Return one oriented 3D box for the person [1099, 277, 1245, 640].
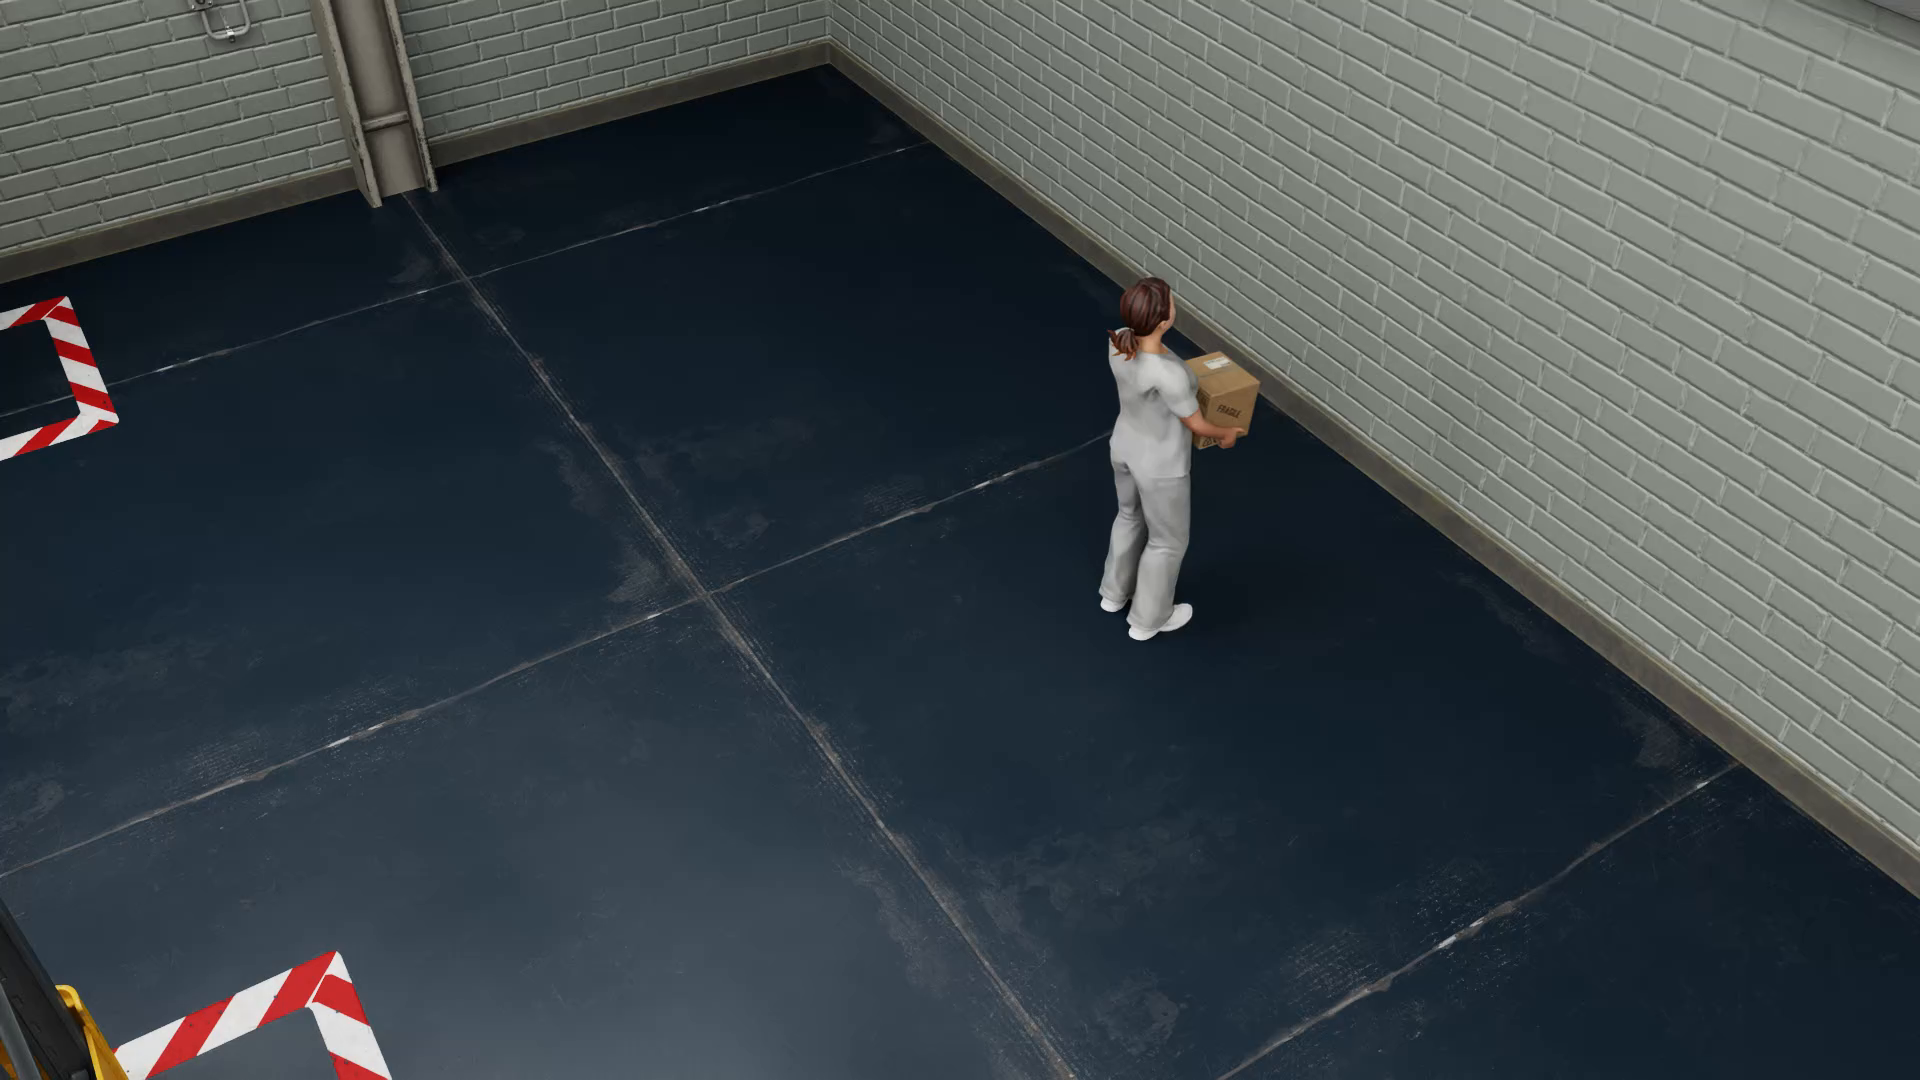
[{"bbox_3d":[0.804,-0.342,6.562,0.559,1.662,0.438,-22,46,-24],"label":"person"}]
